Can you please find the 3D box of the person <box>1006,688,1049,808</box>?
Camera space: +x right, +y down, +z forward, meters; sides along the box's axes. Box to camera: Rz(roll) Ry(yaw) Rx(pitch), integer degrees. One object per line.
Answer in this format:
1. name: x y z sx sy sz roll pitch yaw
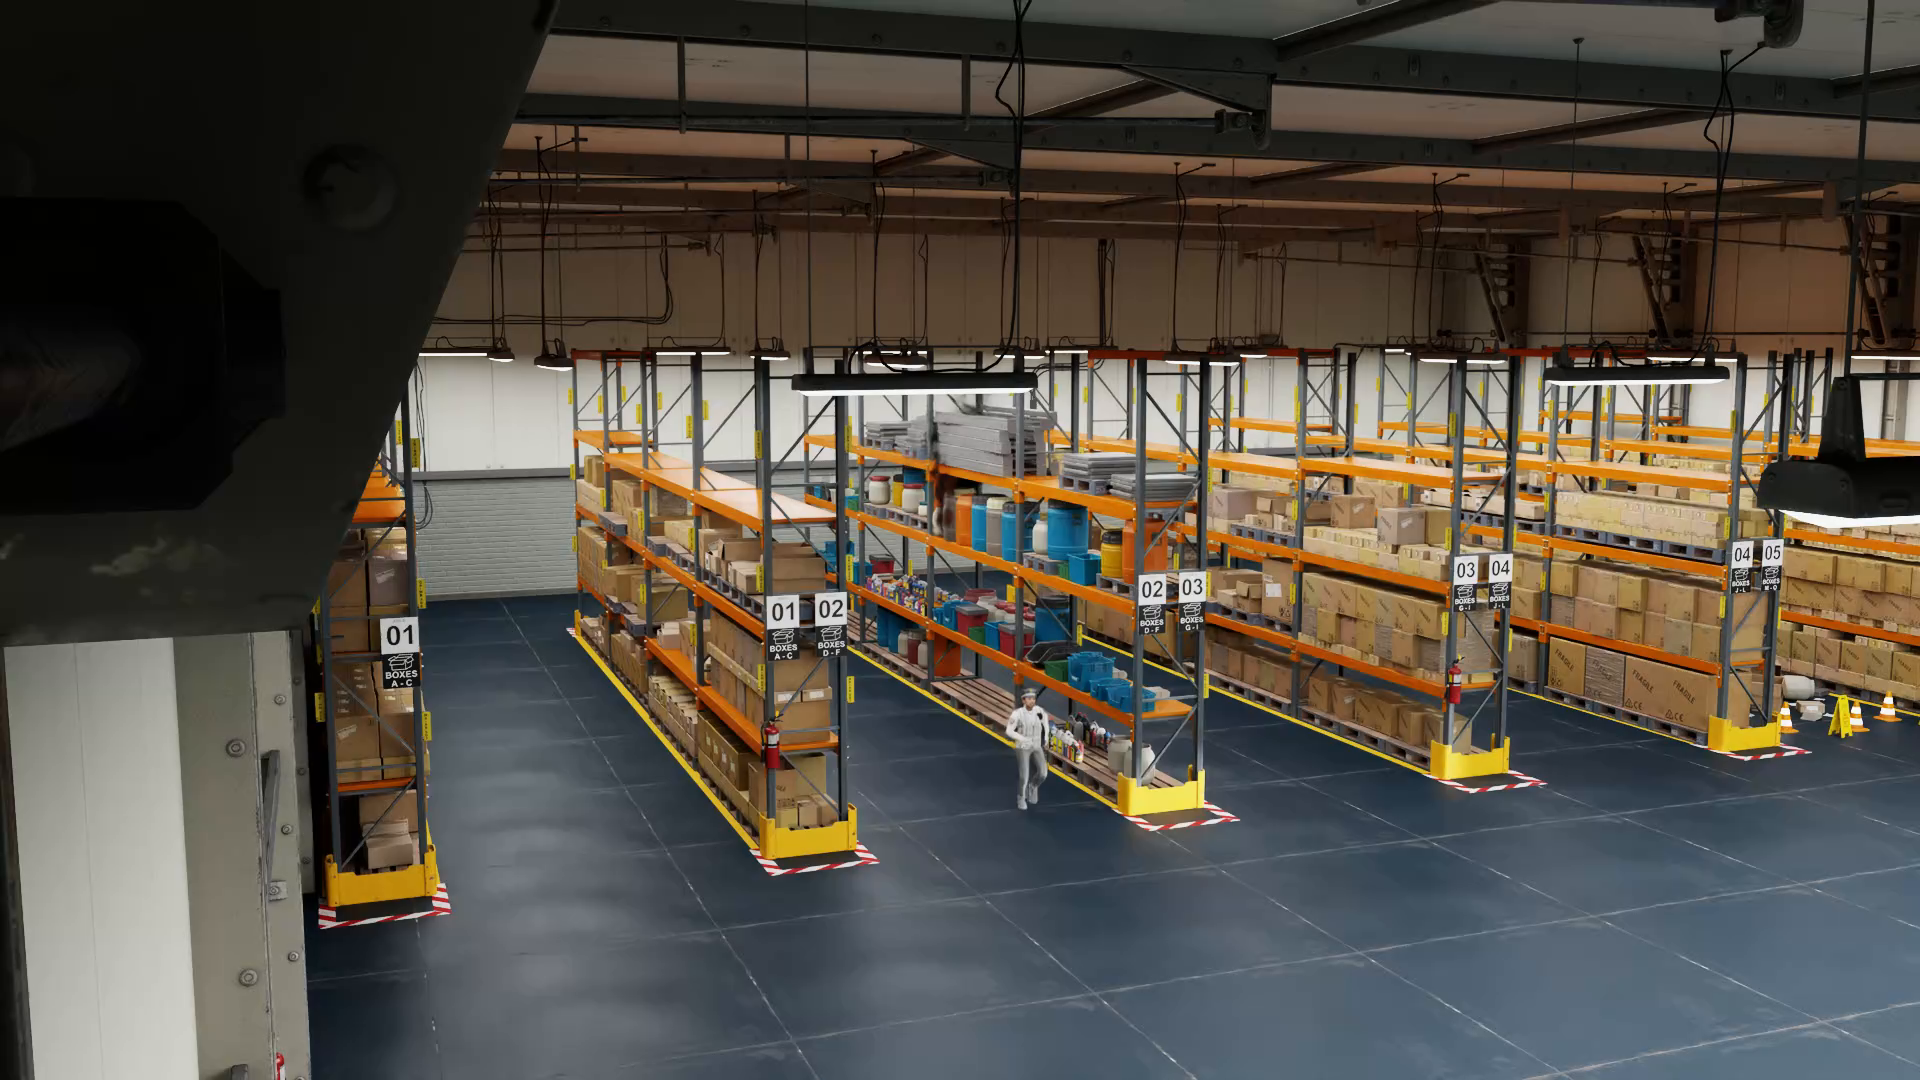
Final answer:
1. person: 0.930 2.765 22.092 0.684 1.662 0.564 -3 8 -21
